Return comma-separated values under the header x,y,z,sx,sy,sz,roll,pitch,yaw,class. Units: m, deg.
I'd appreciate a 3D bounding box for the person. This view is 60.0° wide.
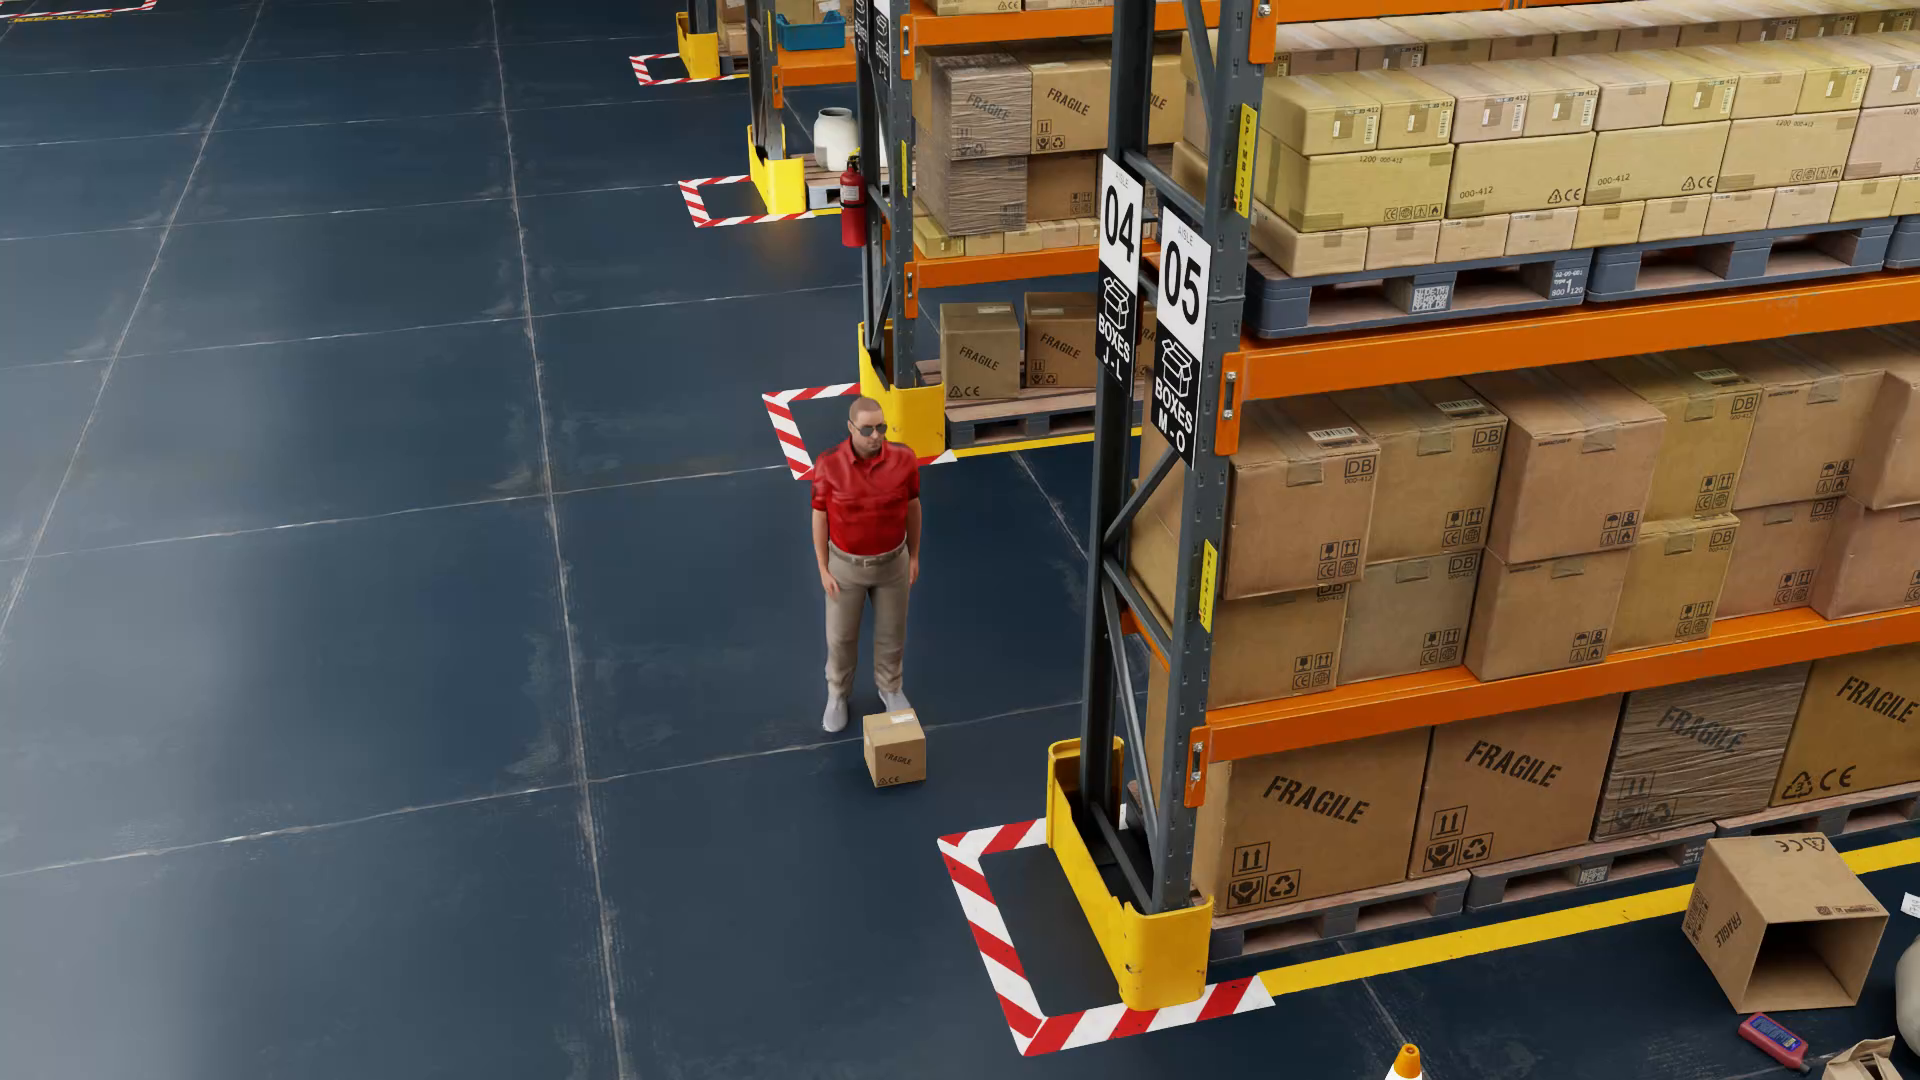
x,y,z,sx,sy,sz,roll,pitch,yaw,class
-0.440,0.222,8.099,0.540,1.548,0.363,-7,31,-12,person
